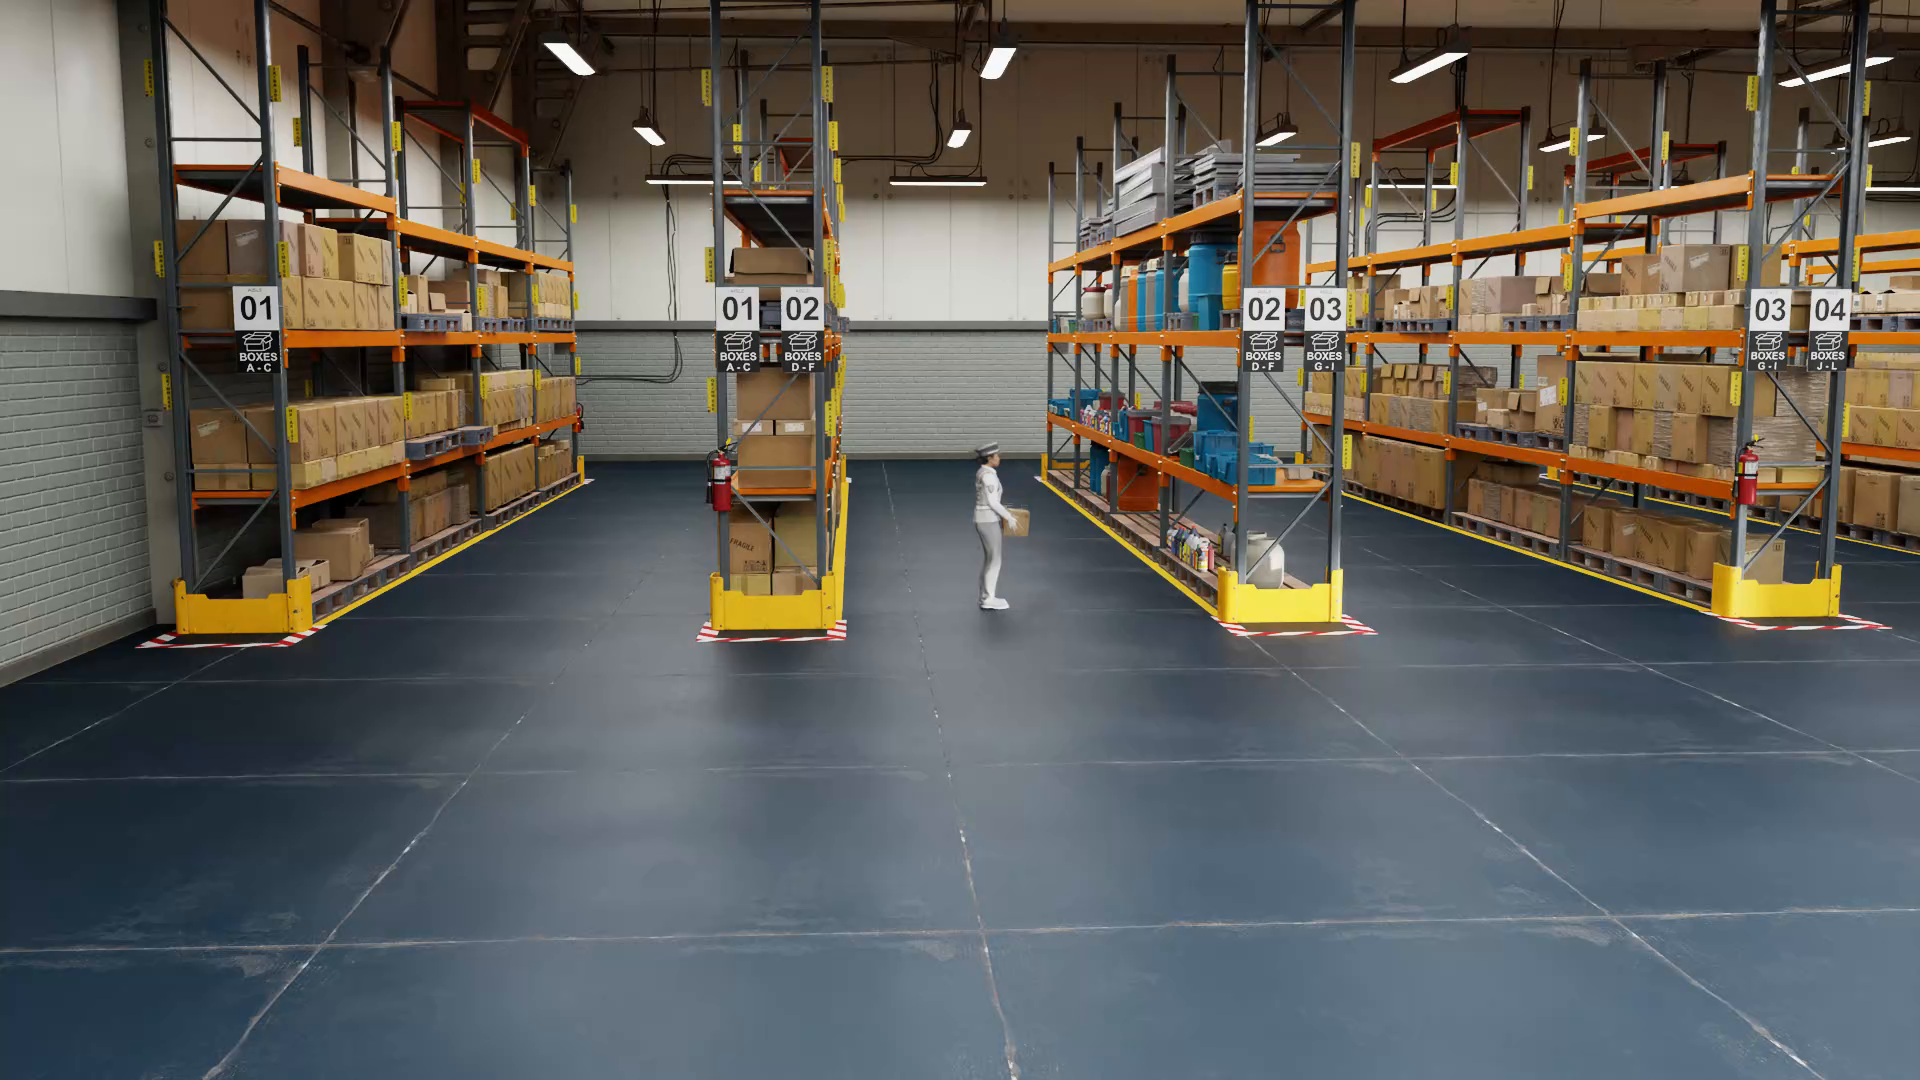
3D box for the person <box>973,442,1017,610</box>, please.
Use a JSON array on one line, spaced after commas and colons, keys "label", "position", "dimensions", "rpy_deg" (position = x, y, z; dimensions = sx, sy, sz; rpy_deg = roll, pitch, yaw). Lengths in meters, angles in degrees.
[{"label": "person", "position": [0.358, -0.158, 16.928], "dimensions": [0.451, 1.688, 0.495], "rpy_deg": [-1, 7, -4]}]
